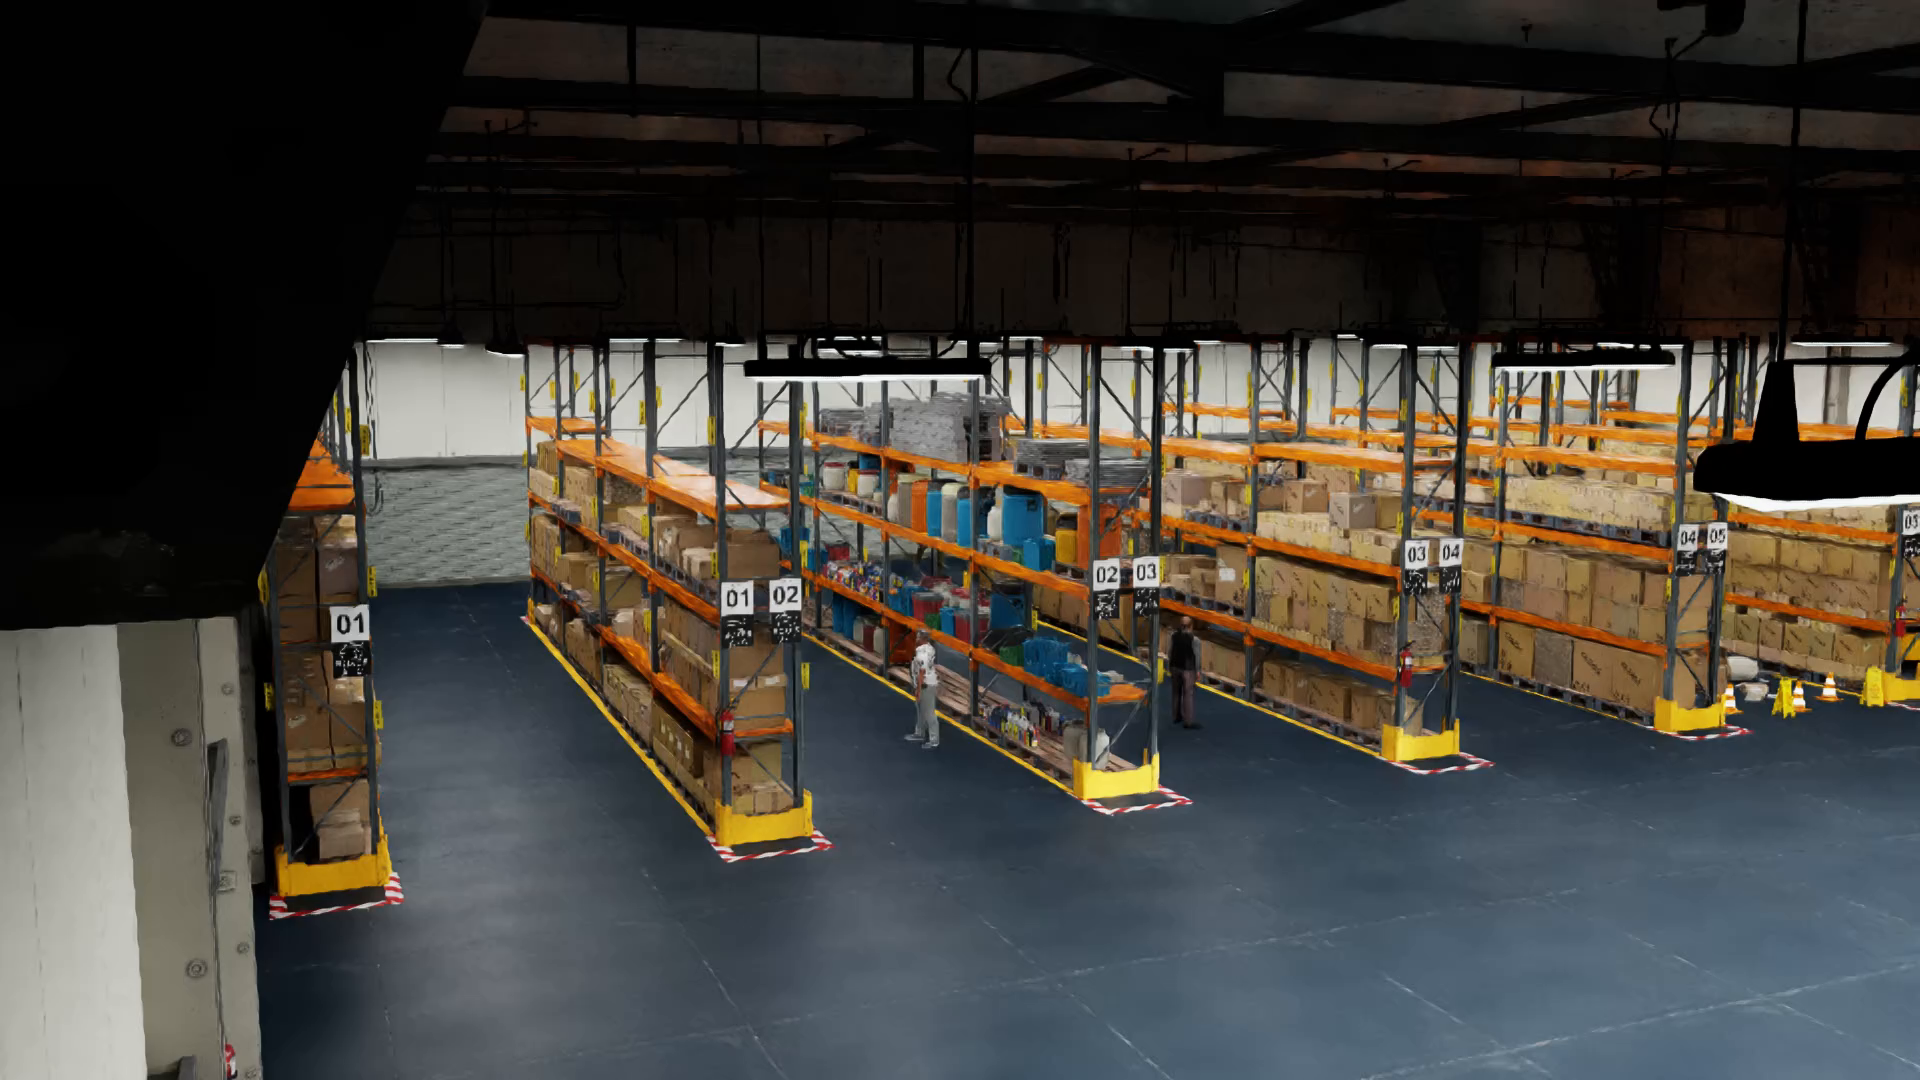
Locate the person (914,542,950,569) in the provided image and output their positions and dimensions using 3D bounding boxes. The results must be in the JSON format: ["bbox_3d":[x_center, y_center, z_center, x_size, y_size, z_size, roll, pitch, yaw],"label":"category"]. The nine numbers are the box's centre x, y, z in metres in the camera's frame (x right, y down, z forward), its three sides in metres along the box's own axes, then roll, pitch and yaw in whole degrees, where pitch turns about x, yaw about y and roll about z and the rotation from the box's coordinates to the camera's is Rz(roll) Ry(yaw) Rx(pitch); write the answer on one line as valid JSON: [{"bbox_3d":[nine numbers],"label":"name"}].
[{"bbox_3d":[-0.783,-0.109,41.972,0.726,1.715,0.885,-6,10,-40],"label":"person"}]

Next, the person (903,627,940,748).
[{"bbox_3d":[-0.572,2.171,24.740,0.586,1.743,0.662,1,8,4],"label":"person"}]

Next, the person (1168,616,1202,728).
[{"bbox_3d":[3.519,2.027,25.883,0.601,1.730,0.463,6,10,38],"label":"person"}]

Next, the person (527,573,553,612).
[{"bbox_3d":[-9.078,0.721,36.005,0.556,1.647,0.697,2,8,14],"label":"person"}]
